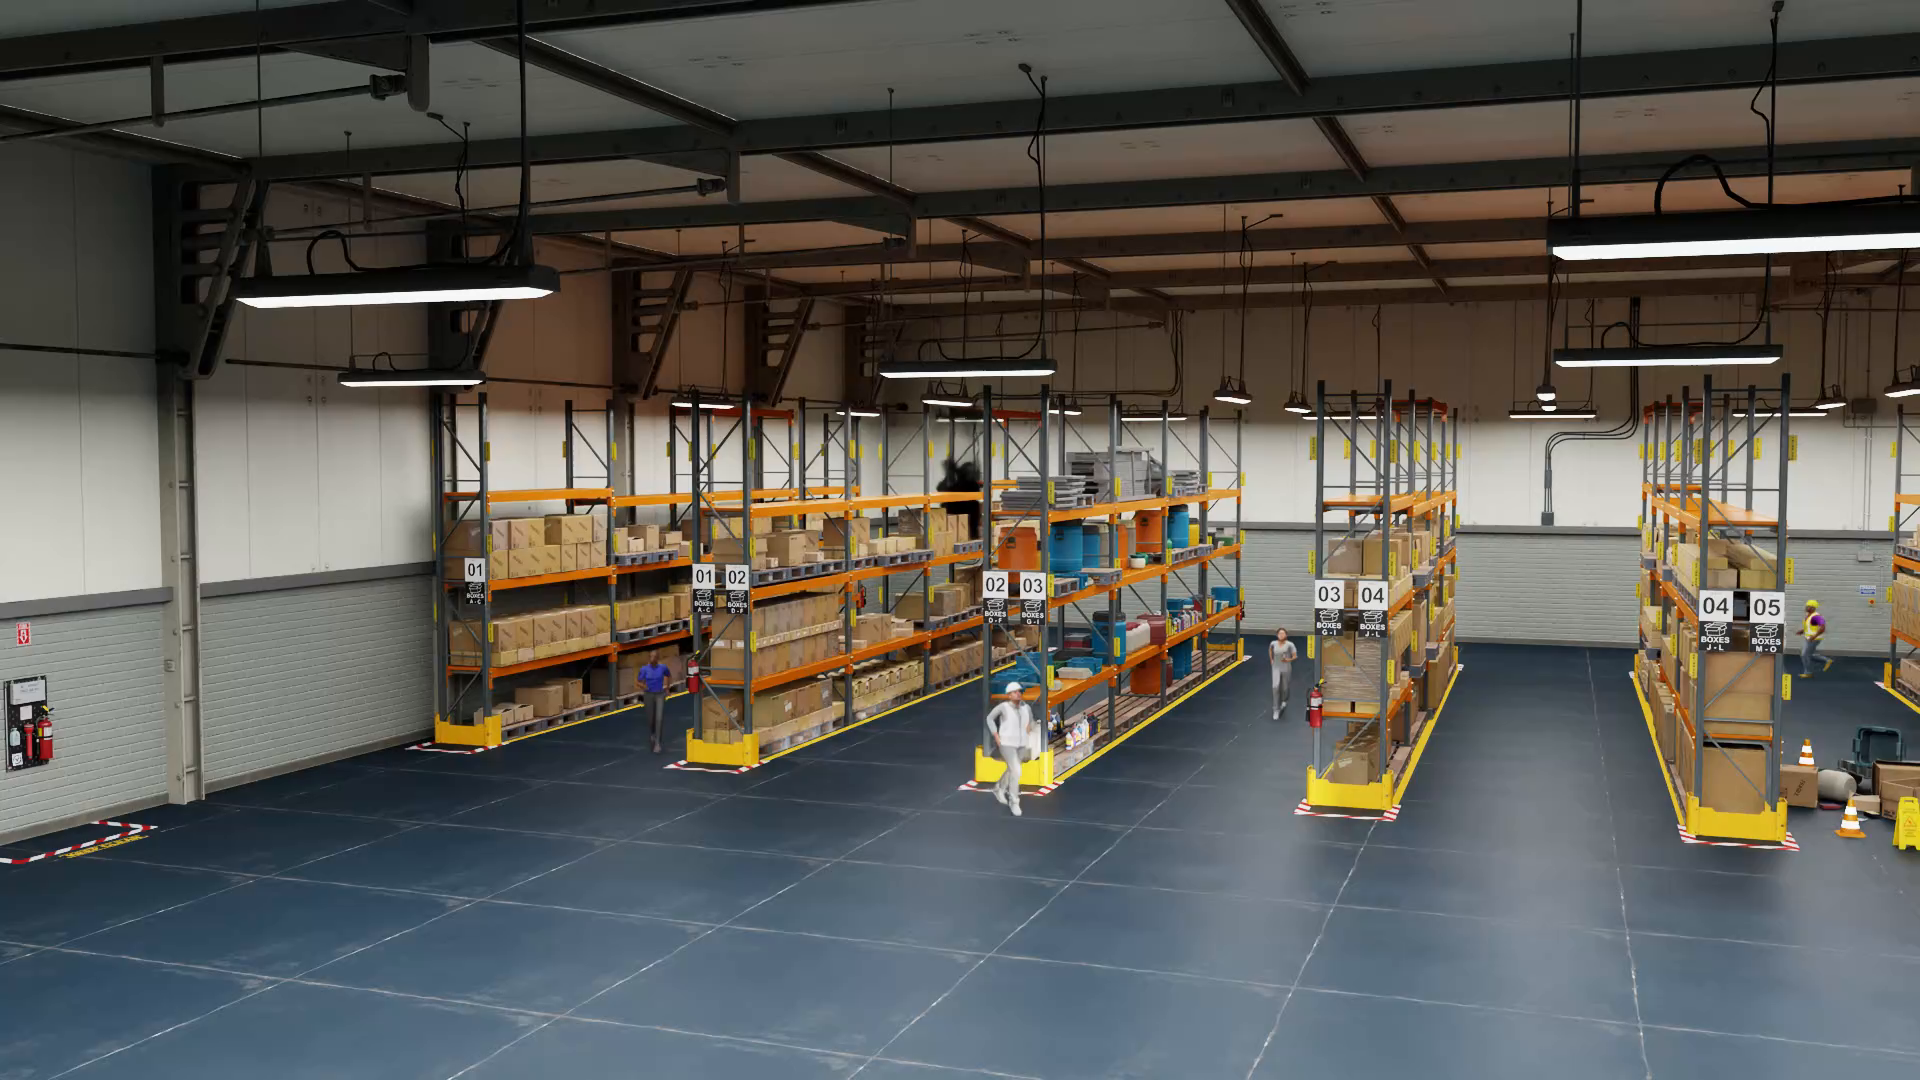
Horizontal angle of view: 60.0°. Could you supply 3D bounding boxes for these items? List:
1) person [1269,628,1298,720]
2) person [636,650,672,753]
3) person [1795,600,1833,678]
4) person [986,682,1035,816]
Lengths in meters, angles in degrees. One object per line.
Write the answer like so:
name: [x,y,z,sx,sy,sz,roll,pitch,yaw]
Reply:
person: [6.114,2.499,31.462,0.533,1.695,1.082,1,3,13]
person: [-5.129,2.675,27.879,0.584,1.665,0.936,0,3,-7]
person: [18.934,2.188,36.749,0.747,1.722,0.688,1,3,11]
person: [0.731,2.883,23.248,0.655,1.828,0.791,-2,4,-36]
